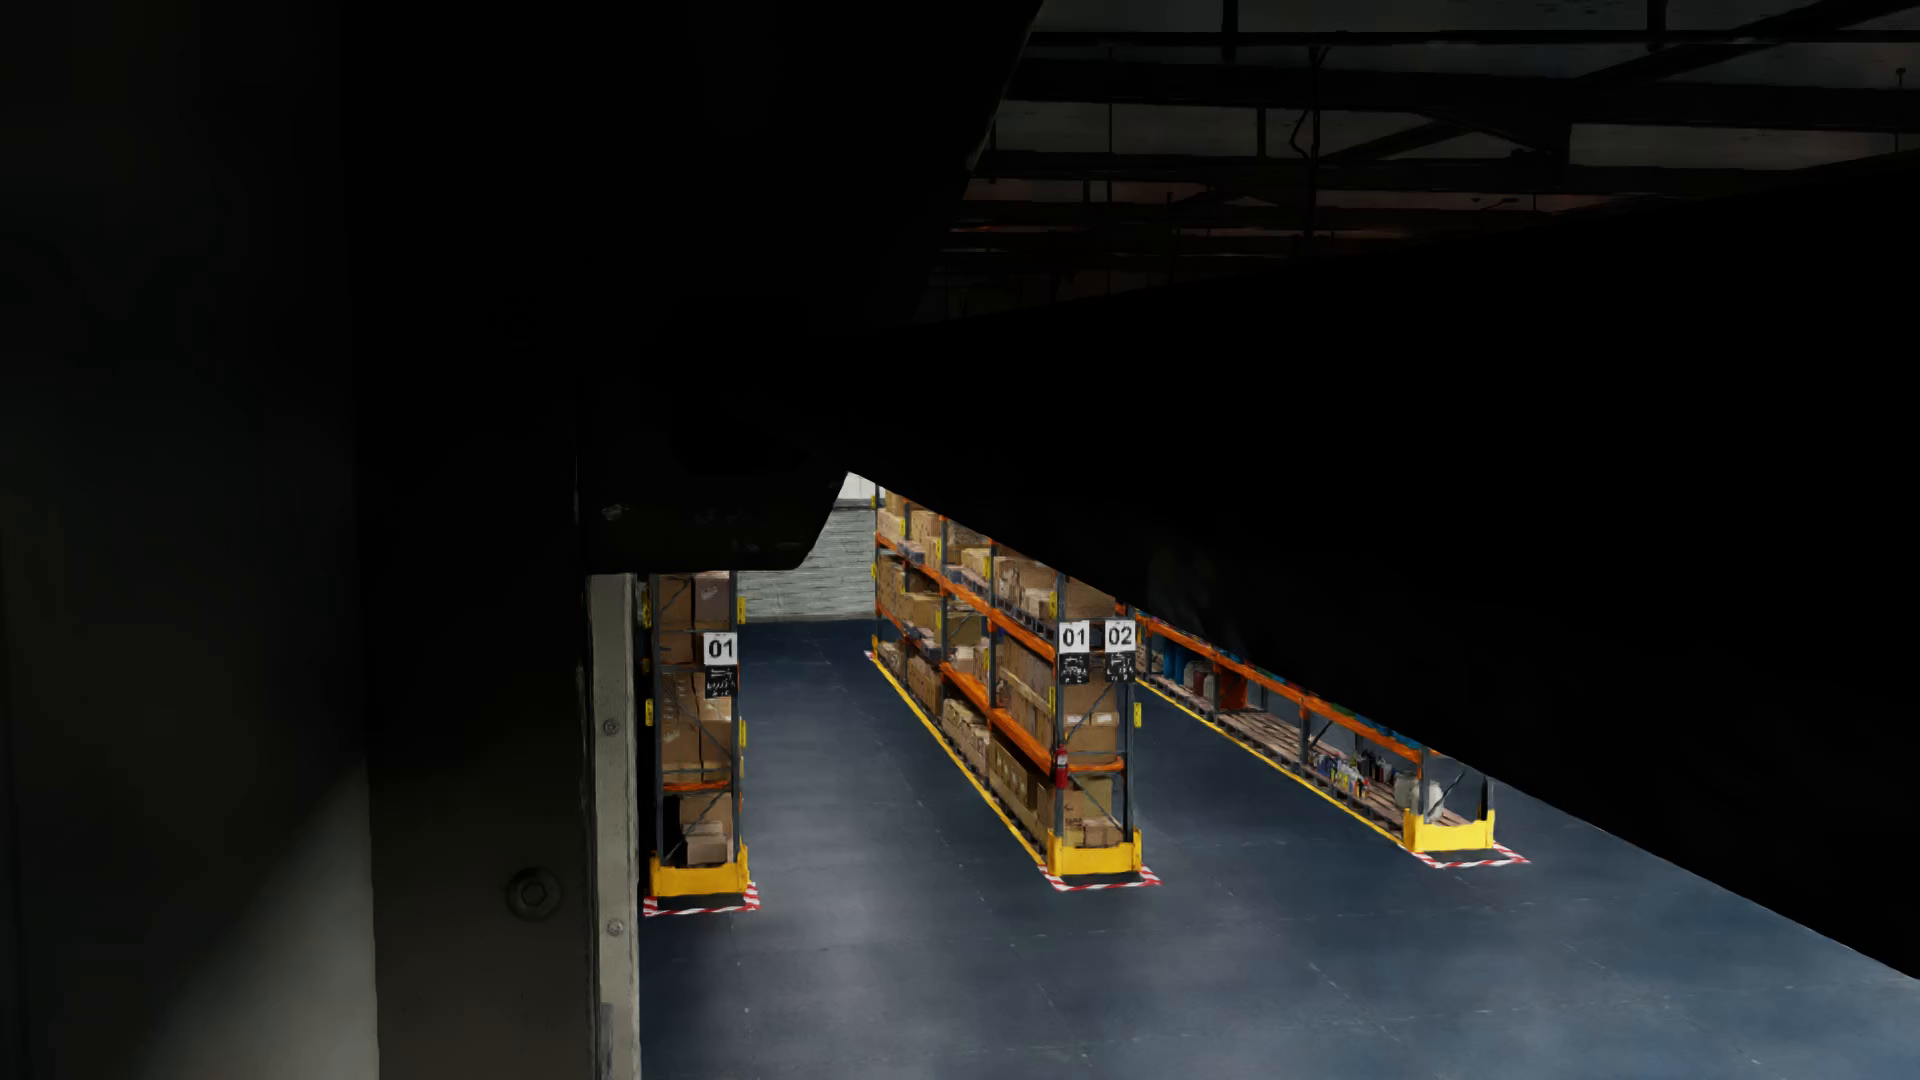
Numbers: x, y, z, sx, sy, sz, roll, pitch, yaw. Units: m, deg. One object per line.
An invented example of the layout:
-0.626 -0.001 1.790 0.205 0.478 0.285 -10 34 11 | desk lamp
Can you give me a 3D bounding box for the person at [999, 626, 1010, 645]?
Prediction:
0.996 2.181 32.755 0.592 1.604 0.518 -1 6 -13 | person
